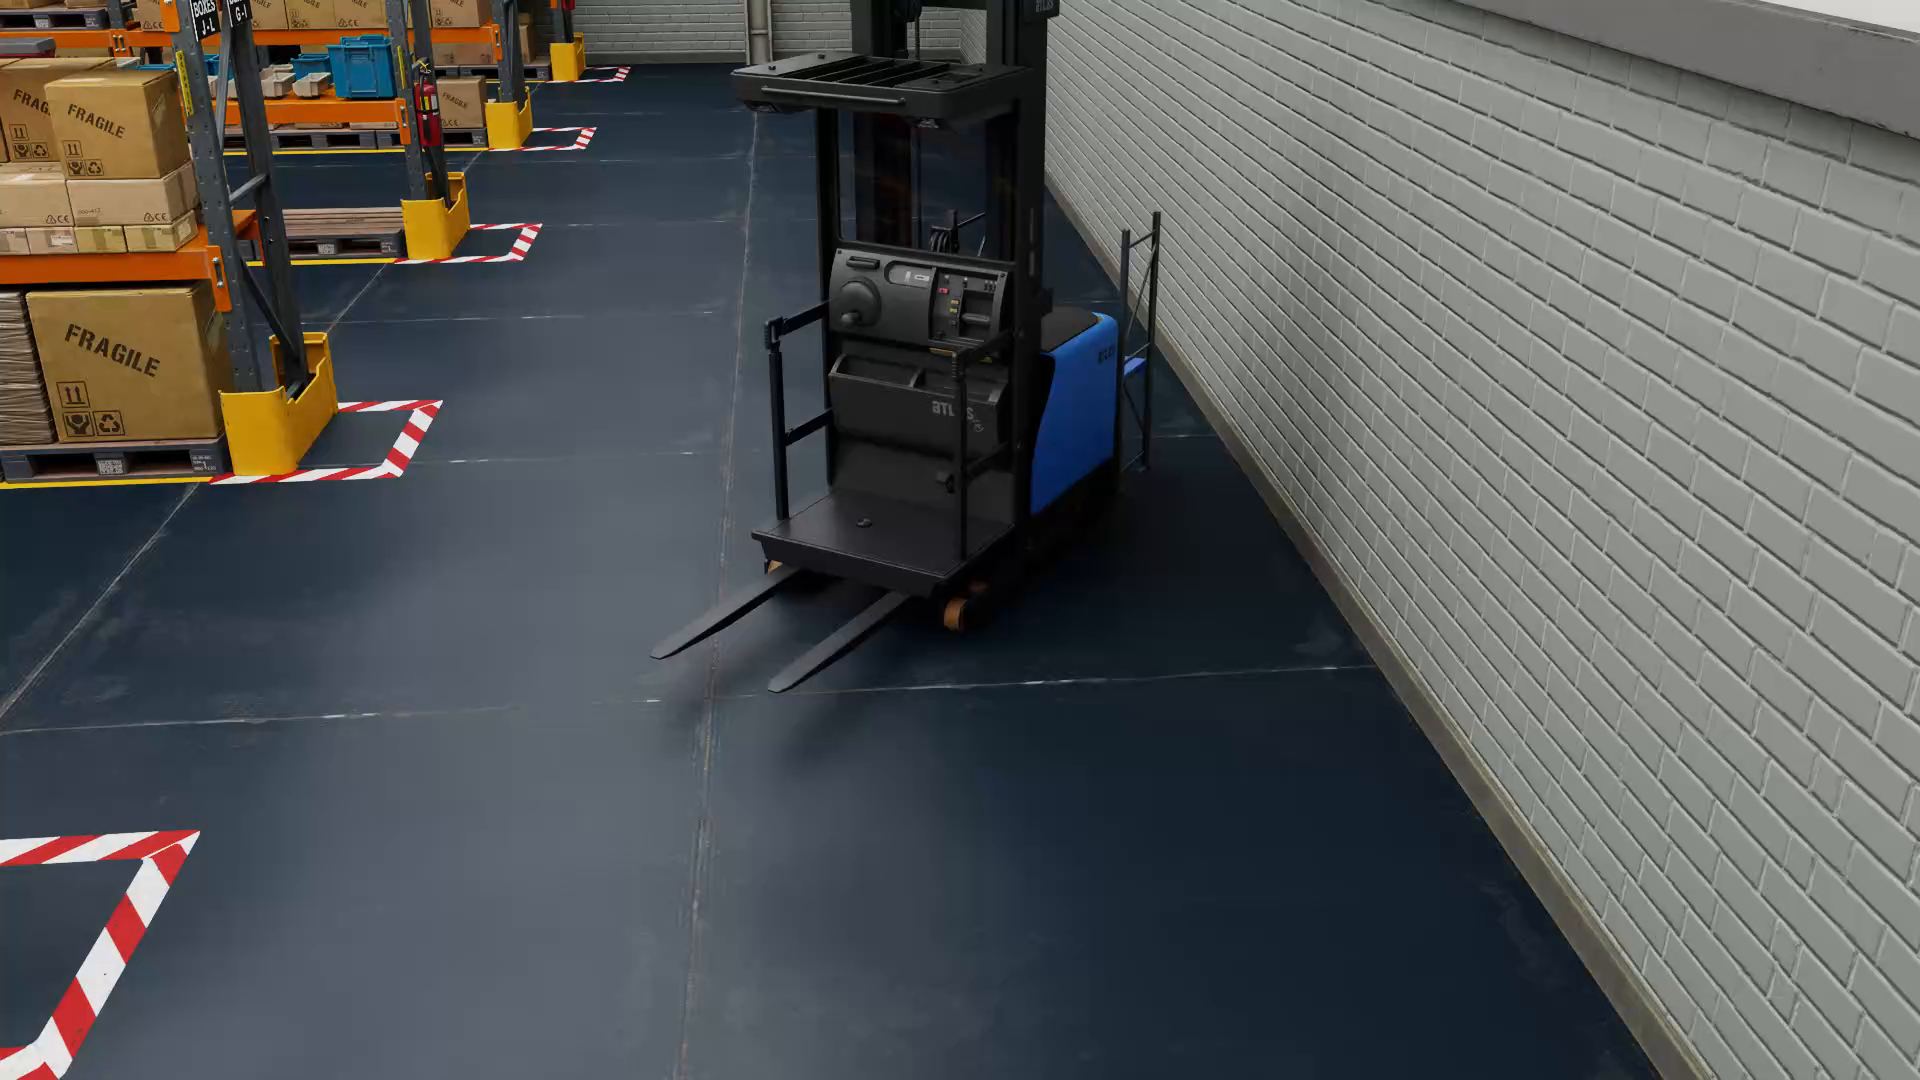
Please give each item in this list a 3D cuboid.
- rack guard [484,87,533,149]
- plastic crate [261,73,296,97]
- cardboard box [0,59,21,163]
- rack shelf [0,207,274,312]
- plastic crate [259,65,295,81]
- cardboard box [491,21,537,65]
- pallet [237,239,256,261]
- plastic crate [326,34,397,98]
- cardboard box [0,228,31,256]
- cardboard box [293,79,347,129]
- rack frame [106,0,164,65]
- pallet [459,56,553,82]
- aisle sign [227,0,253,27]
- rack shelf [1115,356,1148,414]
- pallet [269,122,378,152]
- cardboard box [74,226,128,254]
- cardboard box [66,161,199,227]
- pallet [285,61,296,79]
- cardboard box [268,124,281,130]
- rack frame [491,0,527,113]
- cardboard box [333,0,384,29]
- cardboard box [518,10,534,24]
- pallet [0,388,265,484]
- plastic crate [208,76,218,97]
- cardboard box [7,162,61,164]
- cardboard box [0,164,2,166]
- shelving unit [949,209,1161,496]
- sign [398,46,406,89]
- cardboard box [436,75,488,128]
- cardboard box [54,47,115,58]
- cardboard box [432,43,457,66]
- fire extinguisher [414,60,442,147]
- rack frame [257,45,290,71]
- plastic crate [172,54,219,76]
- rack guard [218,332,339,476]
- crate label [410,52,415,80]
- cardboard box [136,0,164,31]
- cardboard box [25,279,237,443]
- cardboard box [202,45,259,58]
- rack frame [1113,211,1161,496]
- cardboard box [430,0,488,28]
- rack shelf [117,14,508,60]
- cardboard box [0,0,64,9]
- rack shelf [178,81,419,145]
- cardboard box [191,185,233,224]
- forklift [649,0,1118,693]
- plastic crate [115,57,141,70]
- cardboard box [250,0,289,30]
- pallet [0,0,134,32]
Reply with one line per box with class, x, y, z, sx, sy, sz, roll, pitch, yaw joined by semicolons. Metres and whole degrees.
rack guard;-5.151;-4.836;19.014;0.348;0.500;1.175;-2;24;-5
plastic crate;-5.676;-3.774;13.799;0.243;0.136;0.396;-2;24;-5
cardboard box;-5.622;-2.434;9.428;0.500;0.500;0.500;-3;24;-7
rack shelf;-6.096;-1.568;9.471;4.000;0.370;1.077;-2;24;-5
plastic crate;-5.873;-4.002;14.313;0.298;0.136;0.250;-2;24;-5
cardboard box;-6.253;-6.964;23.286;0.500;0.500;0.700;-2;24;-5
pallet;-6.628;-2.640;14.429;1.213;0.211;1.003;-2;24;-5
plastic crate;-4.907;-3.933;13.789;0.499;0.435;0.616;-2;24;-5
cardboard box;-5.185;-1.684;9.156;0.250;0.149;0.380;-2;24;-4
cardboard box;-7.187;-4.959;18.745;0.637;0.503;0.797;-2;24;-5
rack frame;-9.056;-5.821;18.154;0.127;3.000;1.000;-2;24;-5
pallet;-6.354;-6.645;23.441;1.213;0.211;1.003;-2;24;-5
aisle sign;-4.063;-3.289;9.256;0.004;0.787;0.394;-2;24;-5
rack shelf;0.521;-0.953;9.491;1.000;0.185;0.538;12;26;24
pallet;-7.156;-4.624;18.894;1.213;0.211;1.003;-2;24;-5
cardboard box;-4.686;-1.704;9.199;0.250;0.149;0.380;-2;24;-5
cardboard box;-4.562;-1.918;9.190;0.500;0.250;0.500;-3;24;-6
pallet;-8.782;-6.548;23.222;1.213;0.211;1.003;-2;24;-5
cardboard box;-7.757;-4.696;18.568;0.250;0.166;0.380;-2;24;-5
rack frame;-5.075;-5.981;18.513;0.127;3.000;1.000;-2;24;-5
cardboard box;-6.507;-5.859;18.116;0.500;0.500;0.500;-2;24;-5
cardboard box;-6.148;-7.347;23.348;0.250;0.149;0.380;-2;24;-5
pallet;-4.893;-0.639;9.928;1.213;0.211;1.003;-2;24;-5
plastic crate;-6.243;-3.734;13.708;0.250;0.136;0.298;-2;24;-5
cardboard box;-5.126;-2.111;9.624;0.500;0.250;0.500;-3;24;-6
cardboard box;-5.573;-1.877;9.099;0.500;0.250;0.500;-3;24;-7
shelving unit;0.521;-1.118;9.418;1.048;1.500;0.538;12;26;24
sign;-4.522;-3.832;13.477;0.005;0.325;0.100;-2;24;-5
cardboard box;-5.592;-4.919;18.659;0.500;0.500;0.500;-2;24;-5
cardboard box;-11.910;-6.882;22.670;0.750;0.750;0.750;-2;24;-5
cardboard box;-7.251;-6.924;23.196;0.500;0.500;0.700;-3;24;-7
fire extinguisher;-4.397;-3.595;13.700;0.183;0.674;0.296;-2;24;-5
rack frame;-9.547;-7.823;22.658;0.127;3.000;1.000;-2;24;-5
plastic crate;-6.479;-3.988;14.162;0.300;0.233;0.416;-2;24;-5
rack guard;-4.081;-0.836;10.014;0.348;0.500;1.175;-2;24;-5
crate label;-4.870;-4.053;14.308;0.303;0.233;0.416;-2;24;-5
cardboard box;-8.522;-5.777;17.932;0.500;0.500;0.500;-2;24;-4
cardboard box;-4.734;-1.140;9.720;0.875;0.875;0.875;-2;24;-5
cardboard box;-10.181;-6.955;22.833;0.750;0.750;0.750;-2;24;-5
rack frame;0.974;-1.024;9.208;0.032;1.500;0.500;12;26;24
cardboard box;-5.494;-5.899;18.205;0.500;0.500;0.500;-2;24;-4
rack shelf;-7.066;-5.572;18.480;4.000;0.370;1.077;-2;24;-5
cardboard box;-10.227;-6.077;18.090;0.500;0.500;0.700;1;24;3
rack shelf;-6.583;-3.570;13.975;4.000;0.370;1.077;-2;24;-5
cardboard box;-4.491;-1.981;9.824;0.250;0.149;0.380;-2;24;-5
forklift;-0.304;-1.116;7.652;1.130;2.935;3.031;13;27;26
plastic crate;-7.035;-3.779;13.631;0.530;0.282;0.437;-2;24;-5
cardboard box;-7.515;-5.818;18.023;0.500;0.500;0.500;-2;24;-5
pallet;-9.862;-5.746;18.221;1.213;0.211;1.003;-2;24;-5
